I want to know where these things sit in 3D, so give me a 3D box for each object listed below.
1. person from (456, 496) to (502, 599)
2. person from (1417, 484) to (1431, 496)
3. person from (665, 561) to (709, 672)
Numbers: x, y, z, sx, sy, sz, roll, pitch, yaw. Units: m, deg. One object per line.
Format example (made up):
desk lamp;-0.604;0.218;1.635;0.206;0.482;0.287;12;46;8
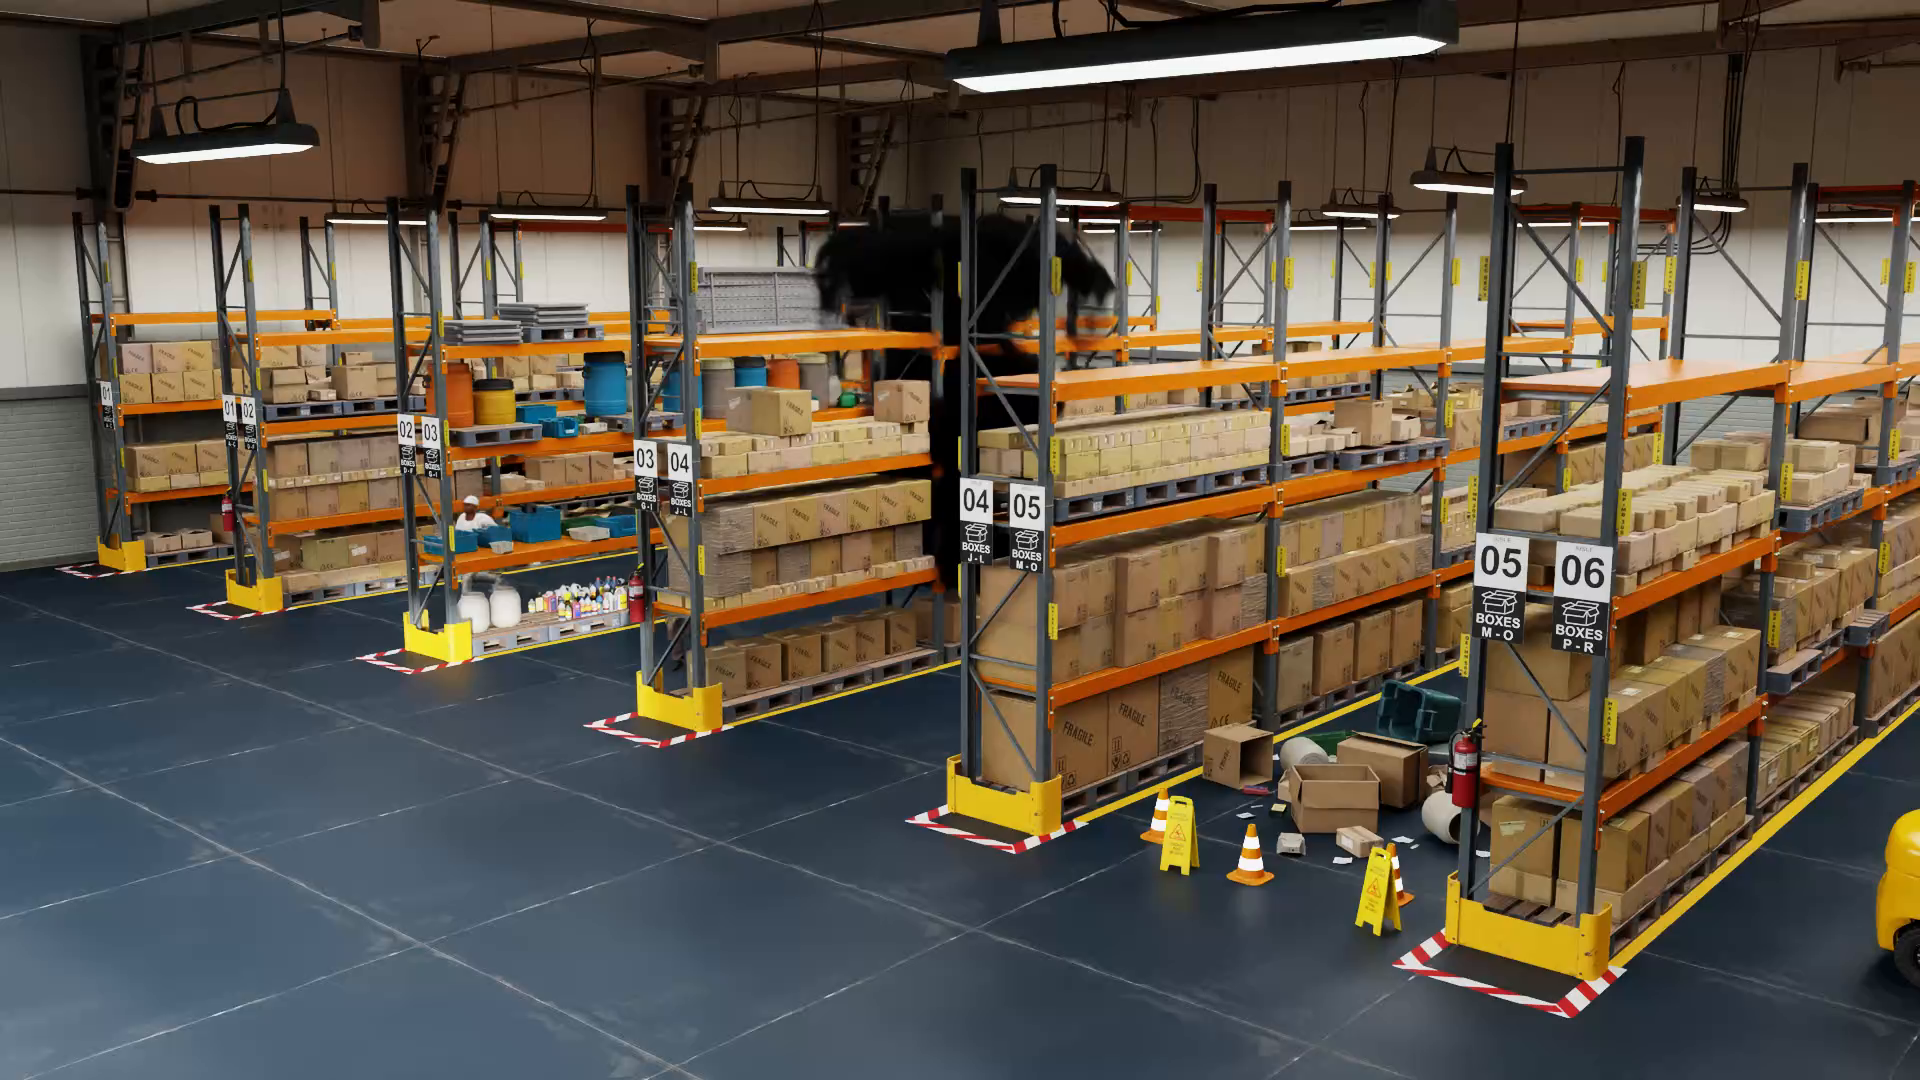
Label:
person;-7.263;0.206;24.844;0.668;1.760;1.124;6;11;31
person;7.291;-0.009;26.064;0.928;1.776;0.718;-8;12;-39
person;-3.557;0.792;21.483;0.662;1.709;0.805;3;10;20
